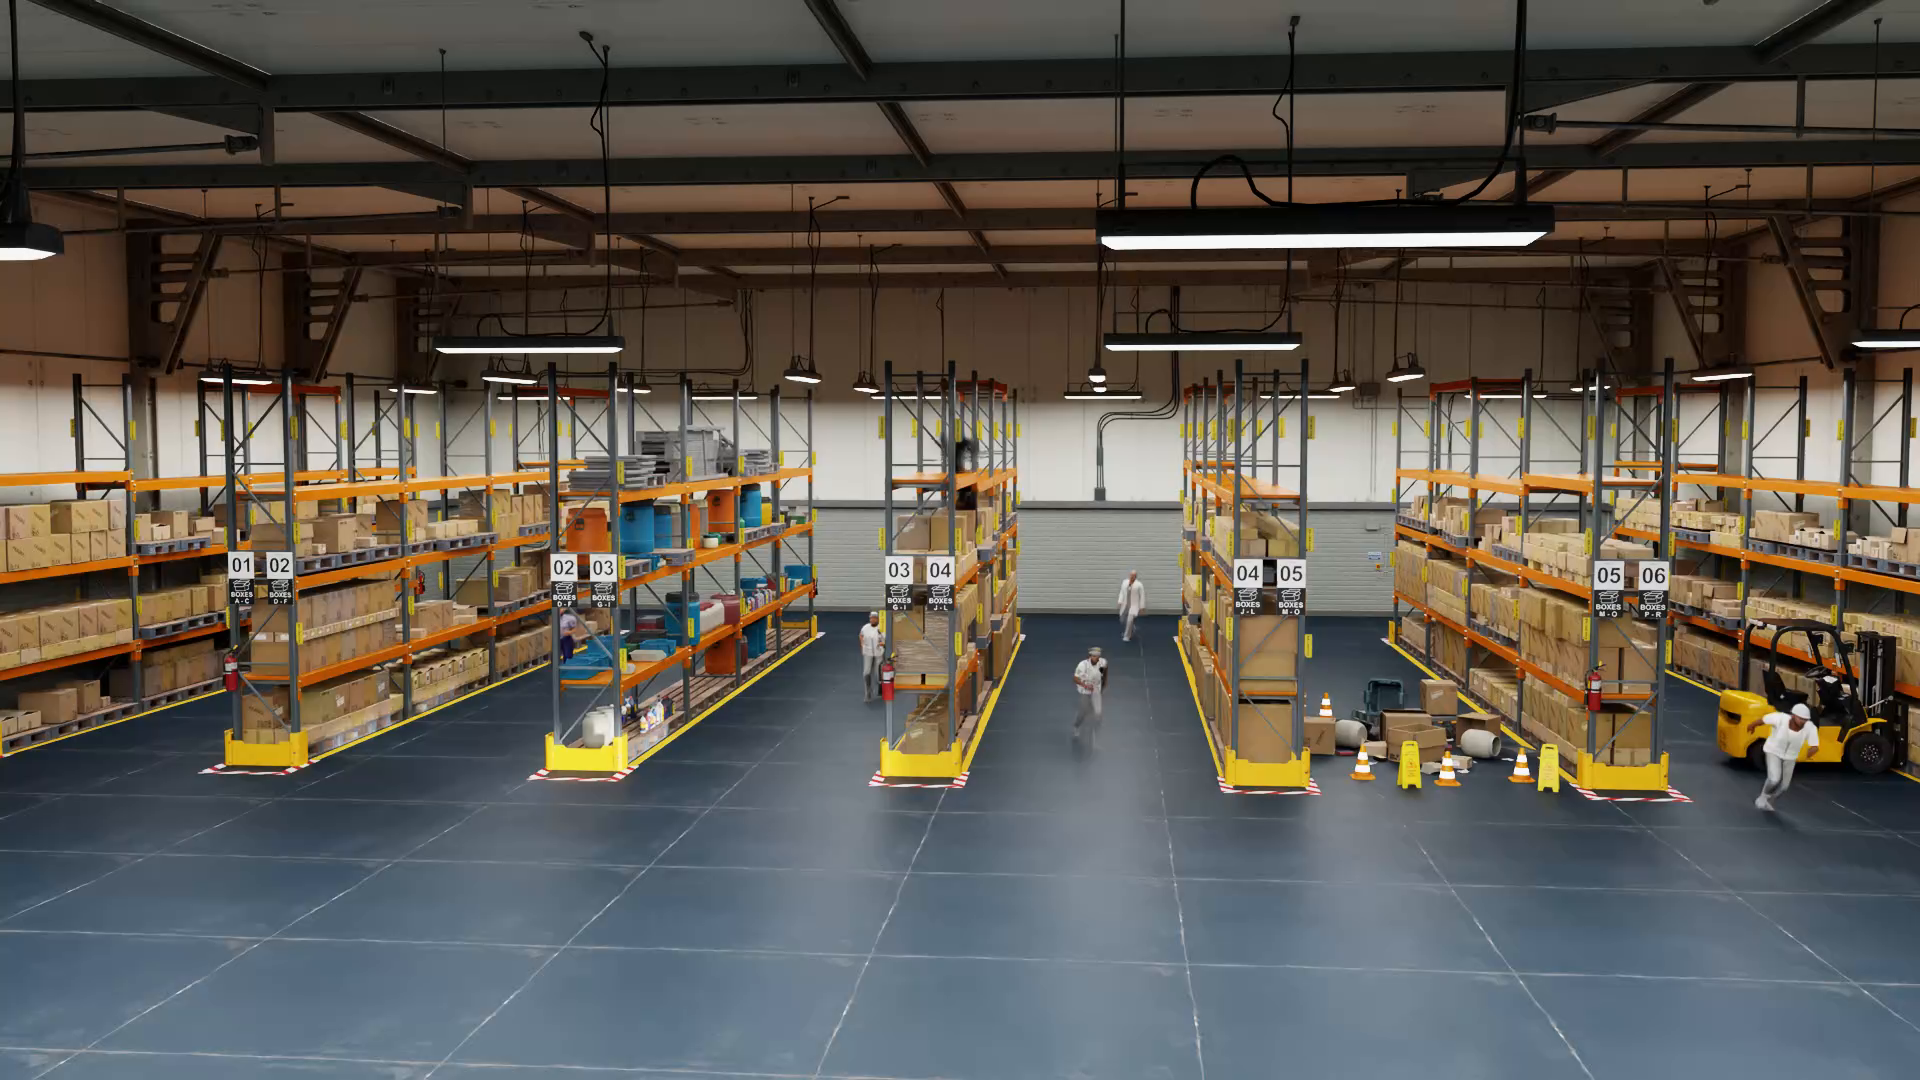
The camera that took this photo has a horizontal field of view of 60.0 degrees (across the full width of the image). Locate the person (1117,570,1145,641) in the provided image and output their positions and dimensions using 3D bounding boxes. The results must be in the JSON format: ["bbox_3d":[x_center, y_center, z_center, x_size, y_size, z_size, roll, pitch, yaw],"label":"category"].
[{"bbox_3d":[4.081,1.592,39.521,0.802,1.602,0.835,3,5,35],"label":"person"}]

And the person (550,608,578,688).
[{"bbox_3d":[-7.752,2.060,32.462,0.610,1.683,0.716,0,4,3],"label":"person"}]

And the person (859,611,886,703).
[{"bbox_3d":[-1.581,2.171,30.764,0.597,1.715,0.706,0,4,2],"label":"person"}]

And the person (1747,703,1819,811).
[{"bbox_3d":[10.672,2.813,21.495,0.681,1.516,1.027,0,4,6],"label":"person"}]

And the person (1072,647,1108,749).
[{"bbox_3d":[2.047,2.476,26.616,0.624,1.646,0.959,-1,4,-20],"label":"person"}]
